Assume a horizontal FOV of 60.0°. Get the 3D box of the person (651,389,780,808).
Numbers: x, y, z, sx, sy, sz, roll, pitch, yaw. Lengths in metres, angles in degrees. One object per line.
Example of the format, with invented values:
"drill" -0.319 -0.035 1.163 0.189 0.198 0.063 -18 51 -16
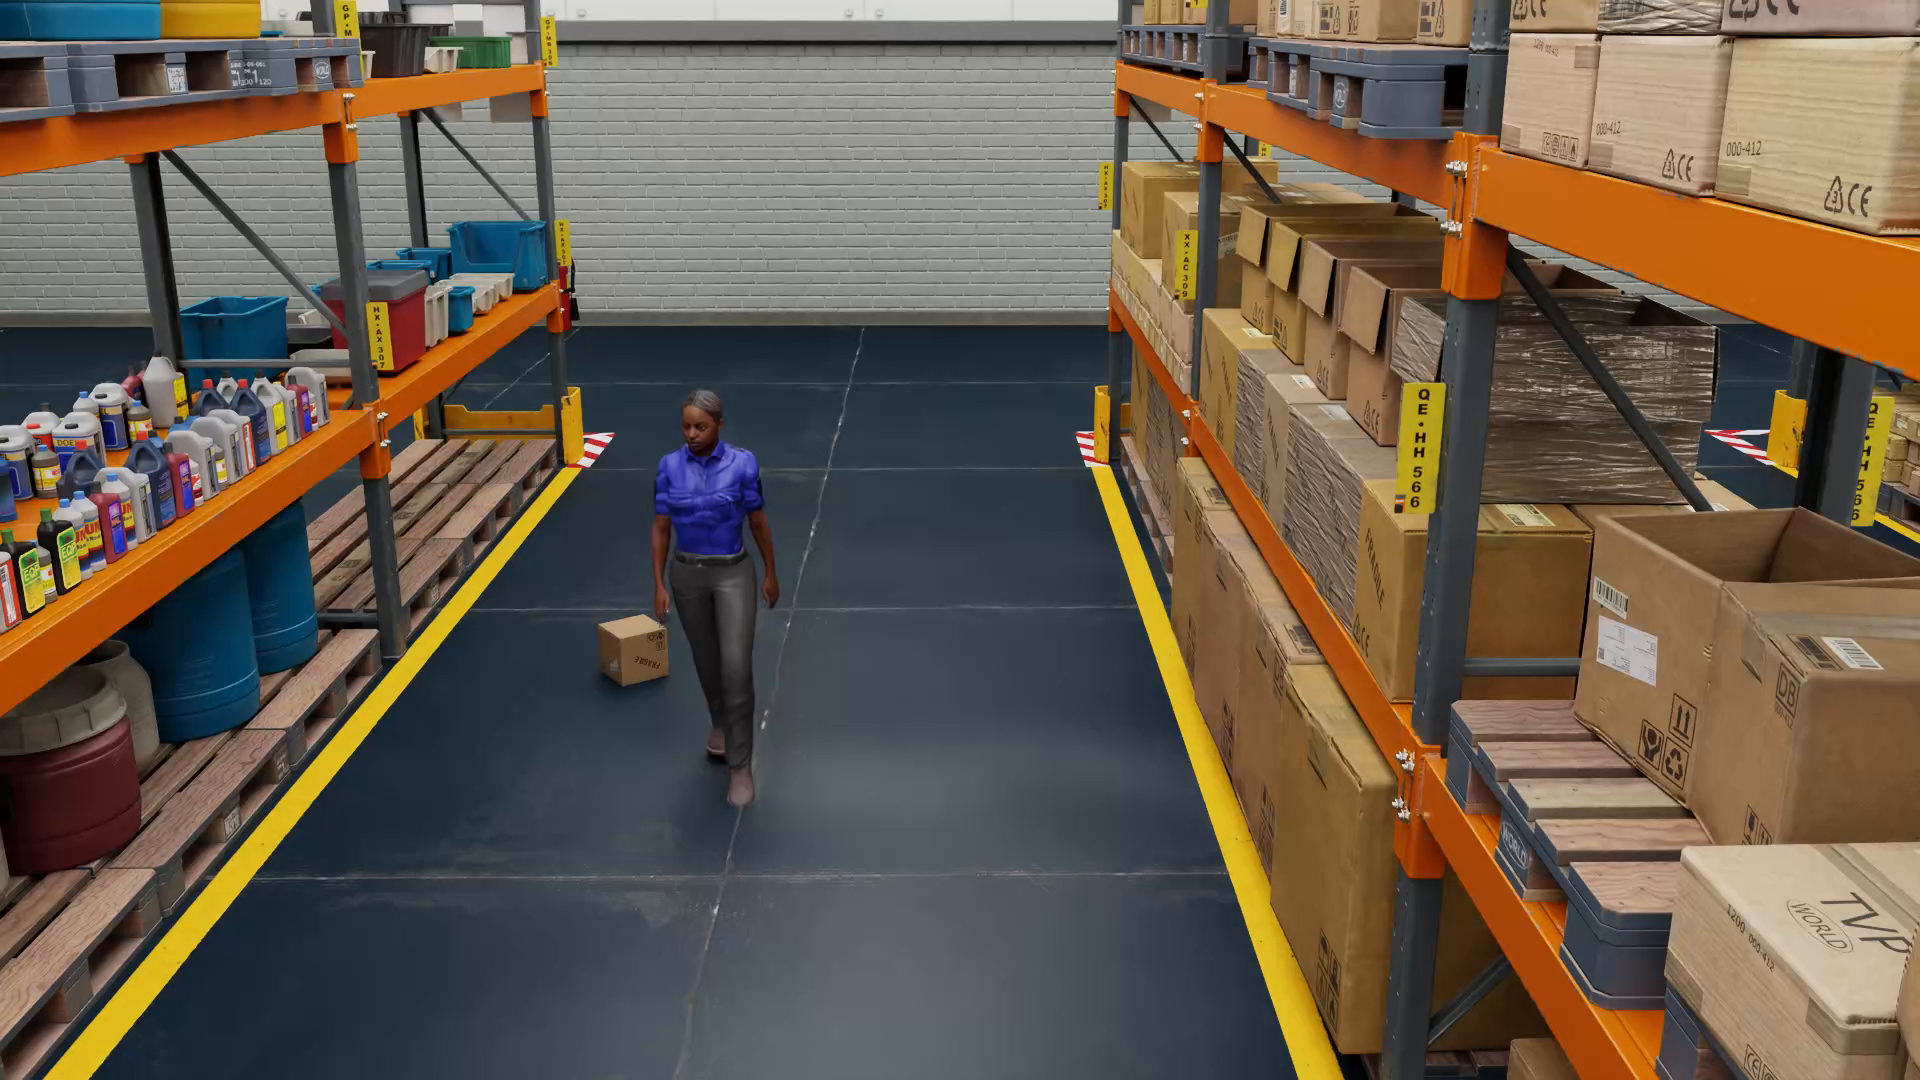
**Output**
"person" -1.035 0.209 6.911 0.488 1.693 0.698 2 17 5
